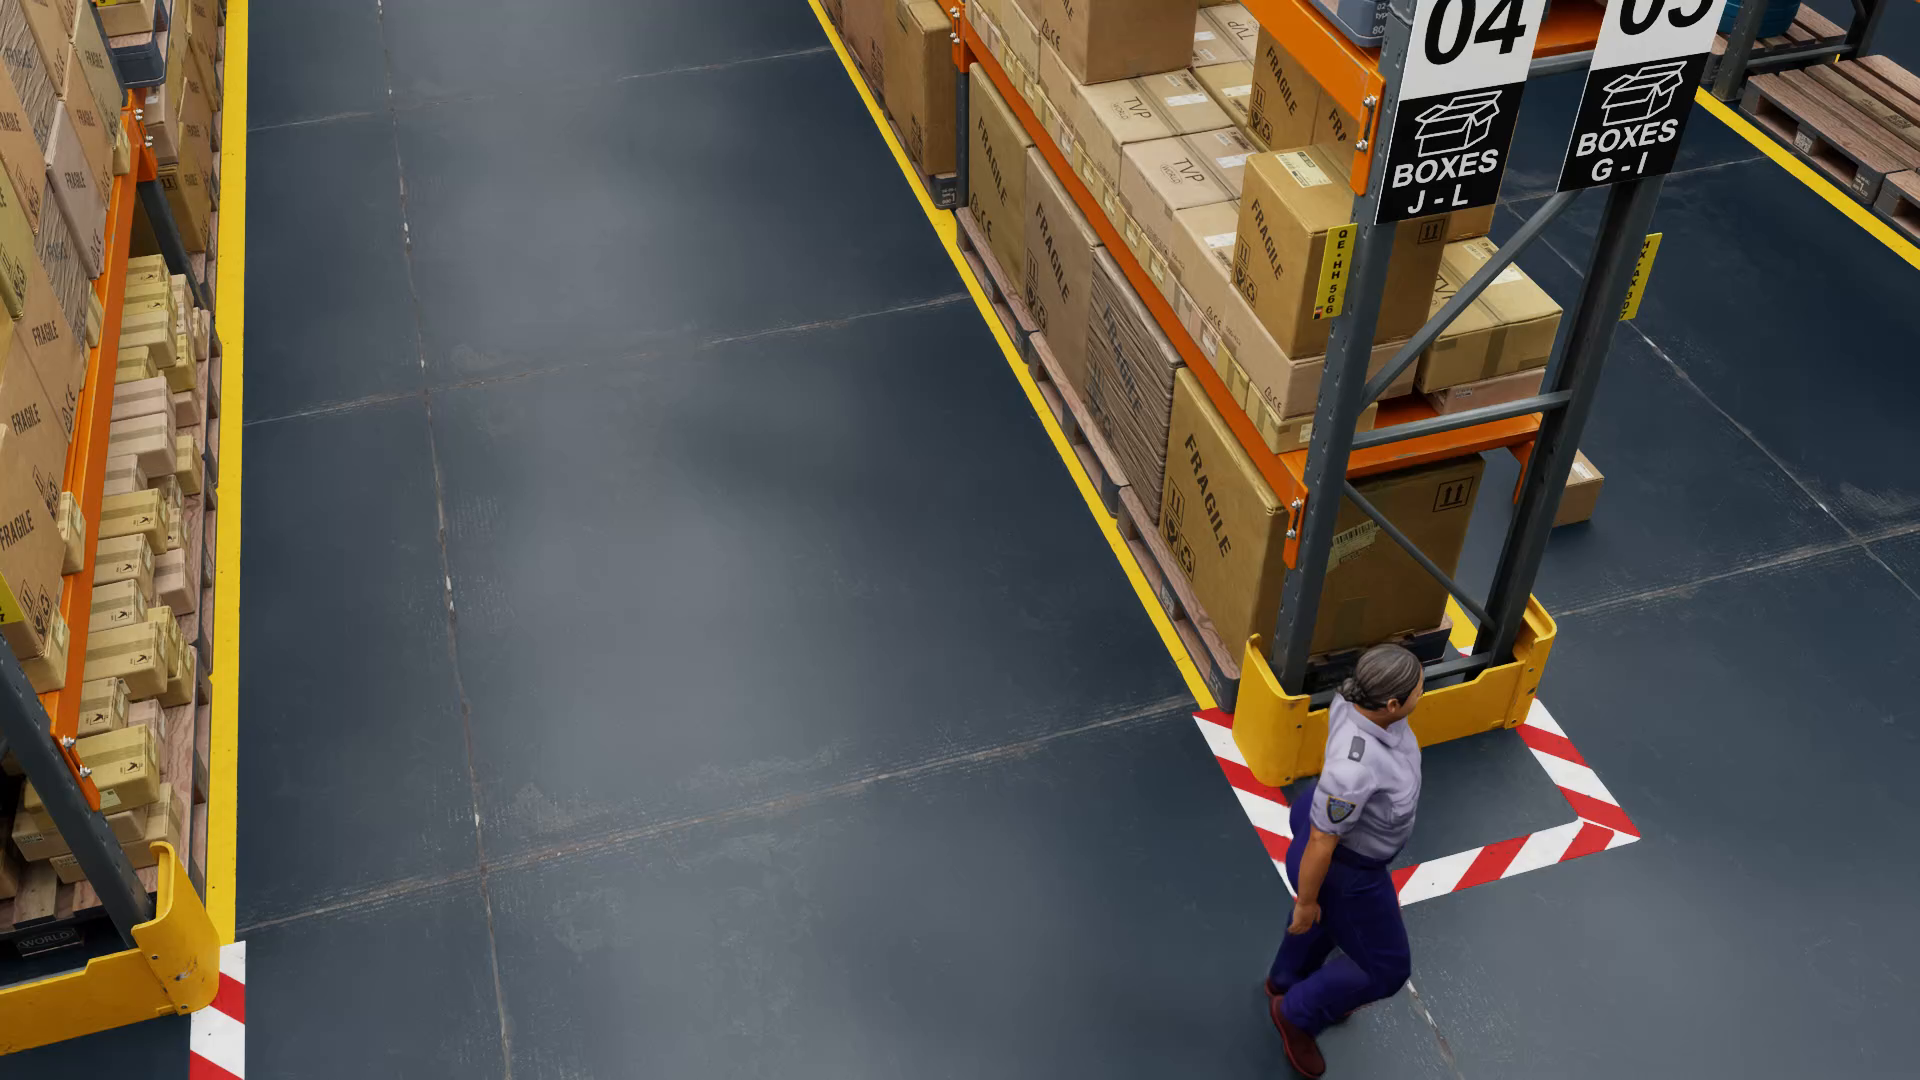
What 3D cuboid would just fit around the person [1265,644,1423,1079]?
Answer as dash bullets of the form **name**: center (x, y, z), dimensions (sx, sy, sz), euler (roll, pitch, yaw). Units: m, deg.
- **person**: center (1.216, 0.981, 5.089), dimensions (0.447, 1.650, 0.582), euler (11, 44, 11)
